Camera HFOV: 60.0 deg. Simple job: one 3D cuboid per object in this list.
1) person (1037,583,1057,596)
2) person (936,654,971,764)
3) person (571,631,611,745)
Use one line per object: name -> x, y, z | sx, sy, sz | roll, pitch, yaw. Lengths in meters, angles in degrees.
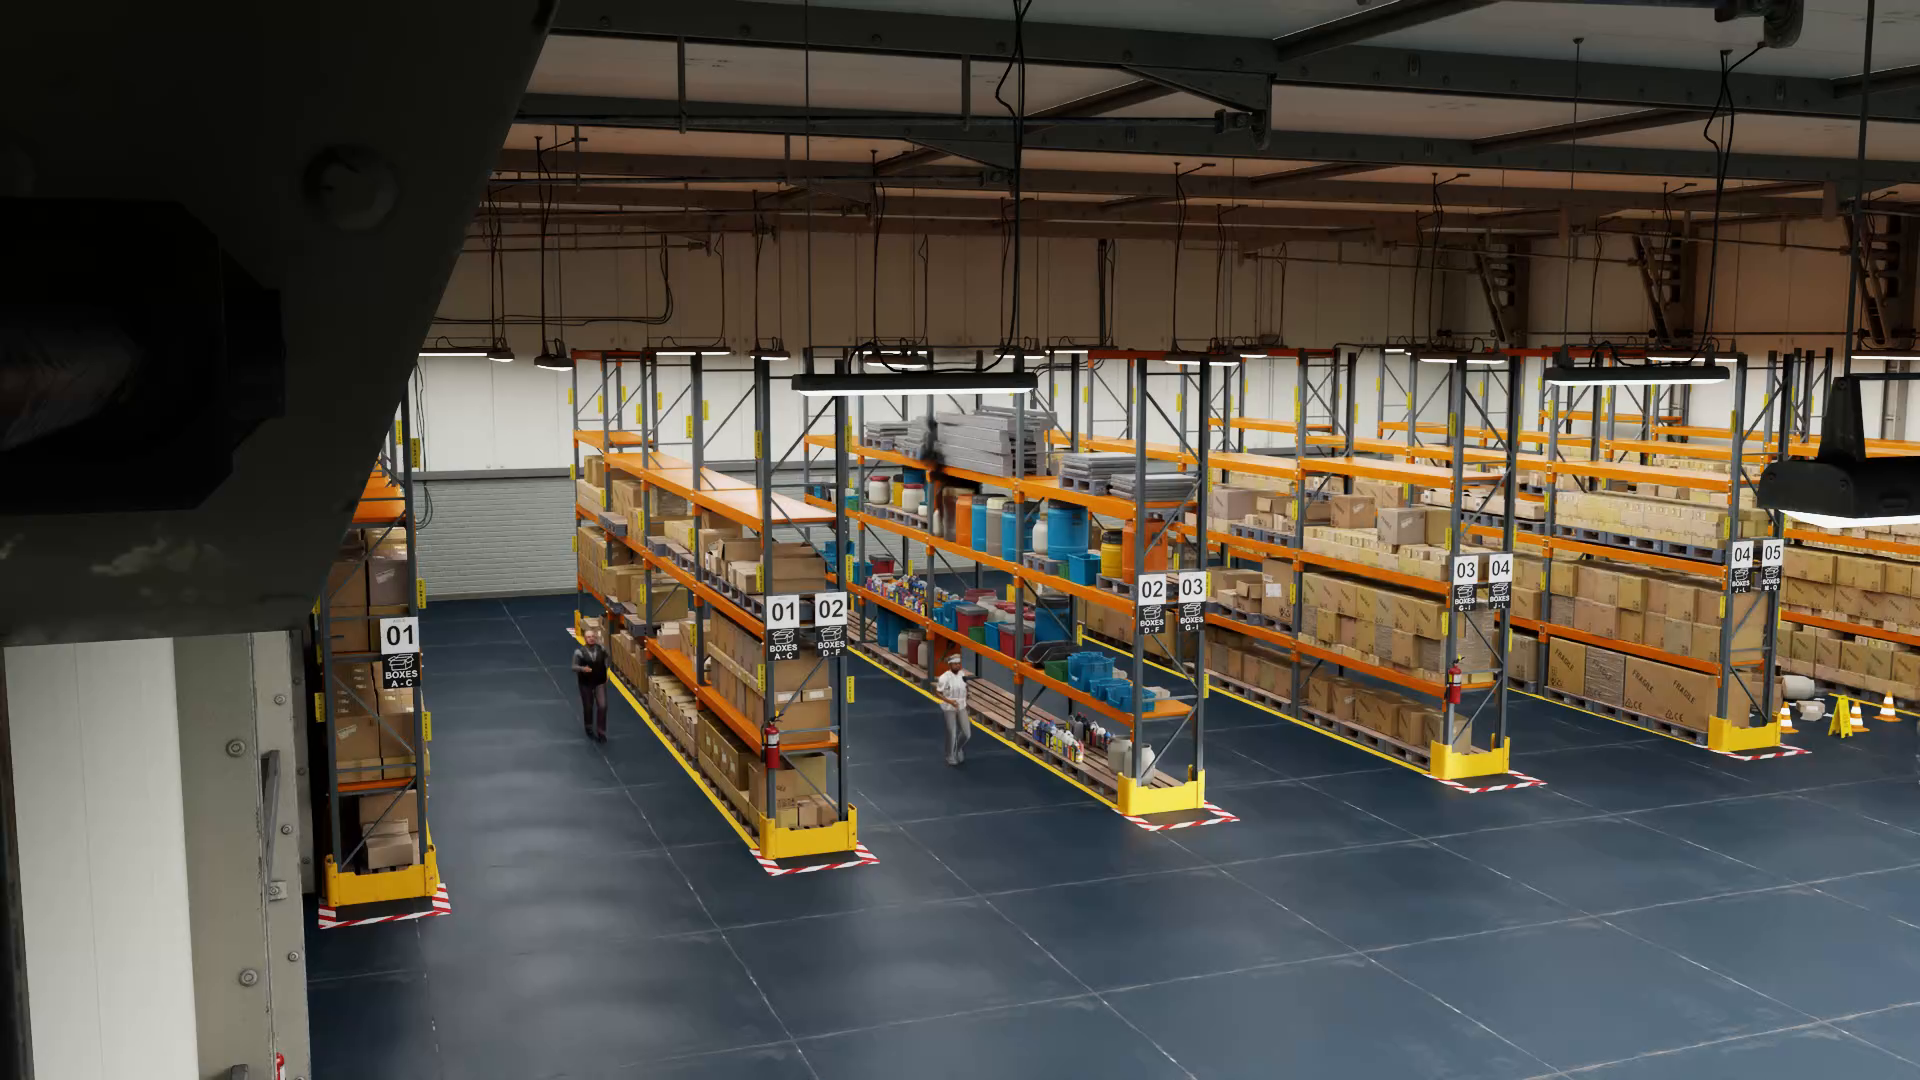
person -> 1.840, 1.320, 34.008 | 0.521, 1.561, 0.570 | -3, 8, -25
person -> -0.077, 2.479, 24.354 | 0.551, 1.662, 0.580 | -3, 8, -25
person -> -5.708, 2.284, 25.814 | 0.638, 1.784, 0.776 | -3, 8, -19
